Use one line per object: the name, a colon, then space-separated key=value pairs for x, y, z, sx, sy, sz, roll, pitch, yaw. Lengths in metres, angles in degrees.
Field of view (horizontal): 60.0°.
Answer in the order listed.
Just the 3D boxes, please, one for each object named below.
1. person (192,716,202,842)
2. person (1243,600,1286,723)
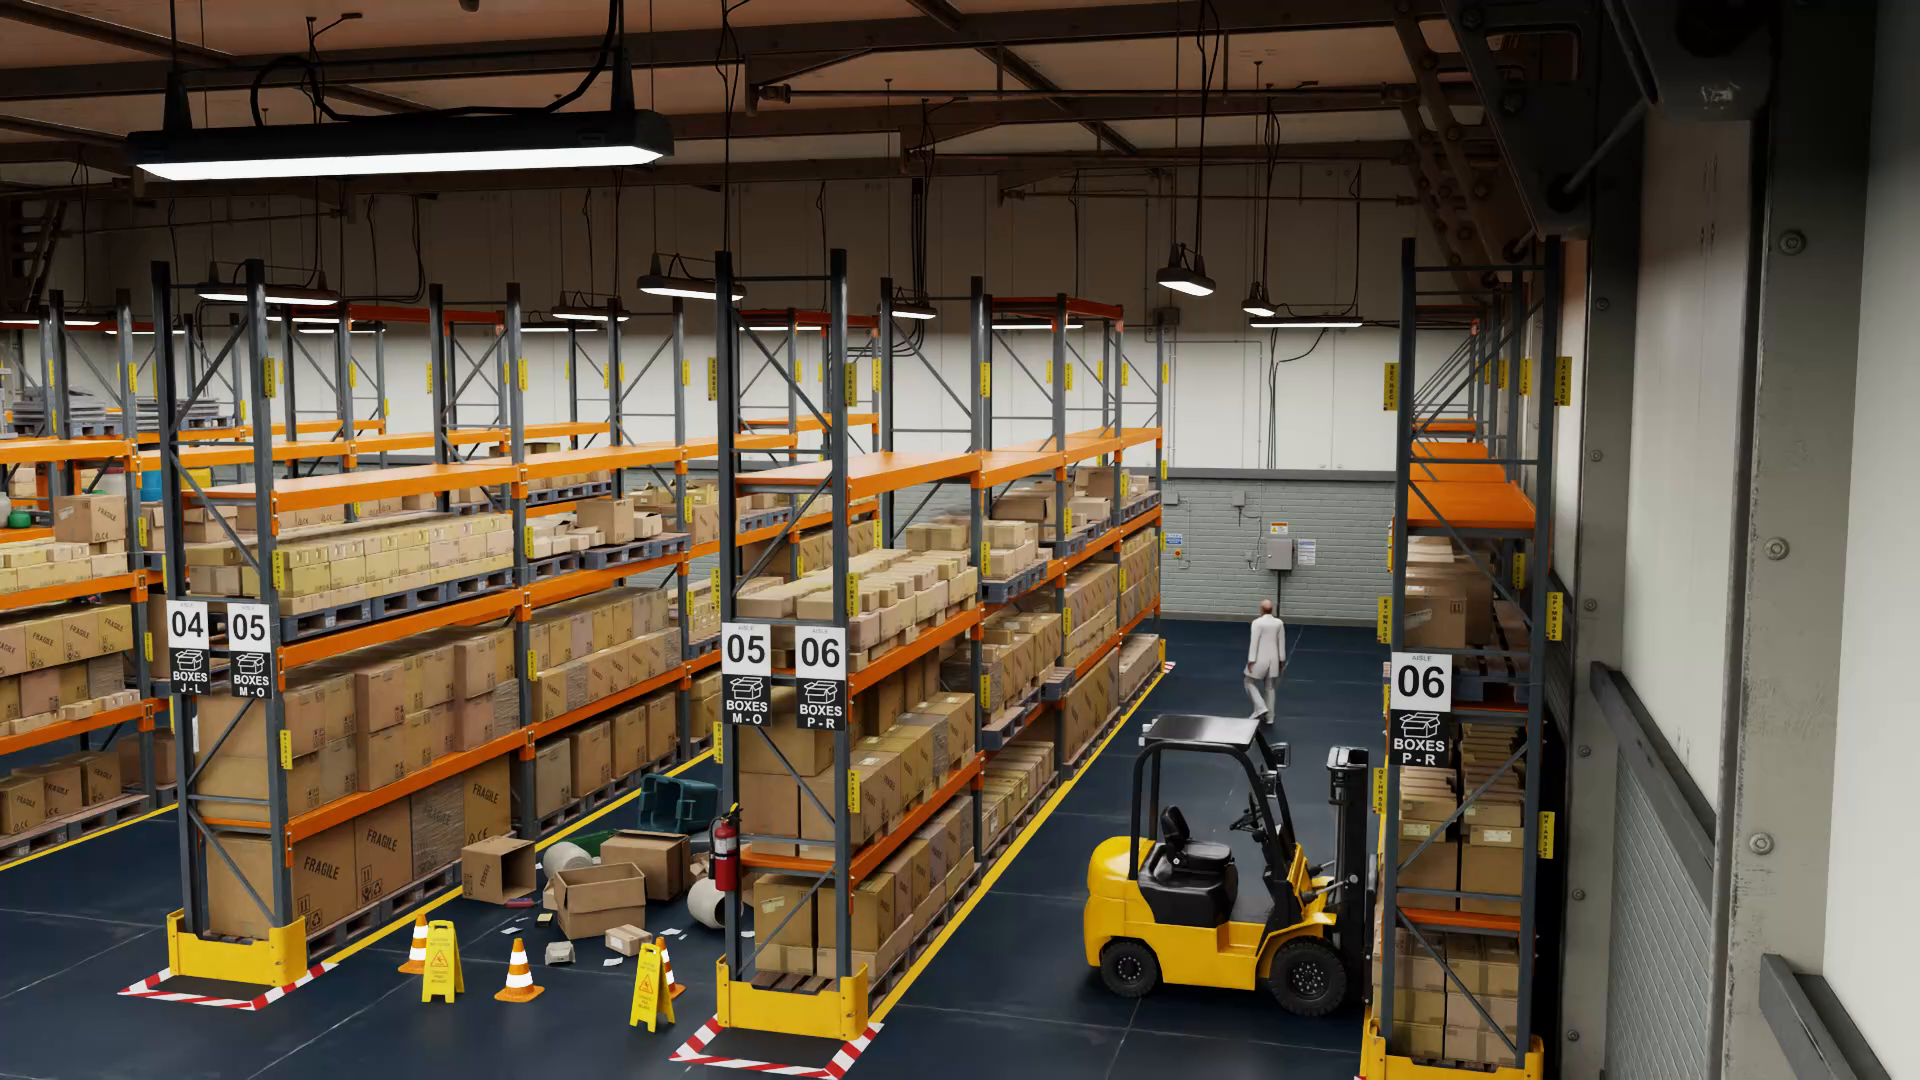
person: x=-8.094 y=2.434 z=18.003 sx=0.504 sy=1.613 sz=0.996 roll=-2 pitch=6 yaw=-15
person: x=4.419 y=1.749 z=23.939 sx=0.622 sy=1.779 sz=0.539 roll=-2 pitch=7 yaw=-22
